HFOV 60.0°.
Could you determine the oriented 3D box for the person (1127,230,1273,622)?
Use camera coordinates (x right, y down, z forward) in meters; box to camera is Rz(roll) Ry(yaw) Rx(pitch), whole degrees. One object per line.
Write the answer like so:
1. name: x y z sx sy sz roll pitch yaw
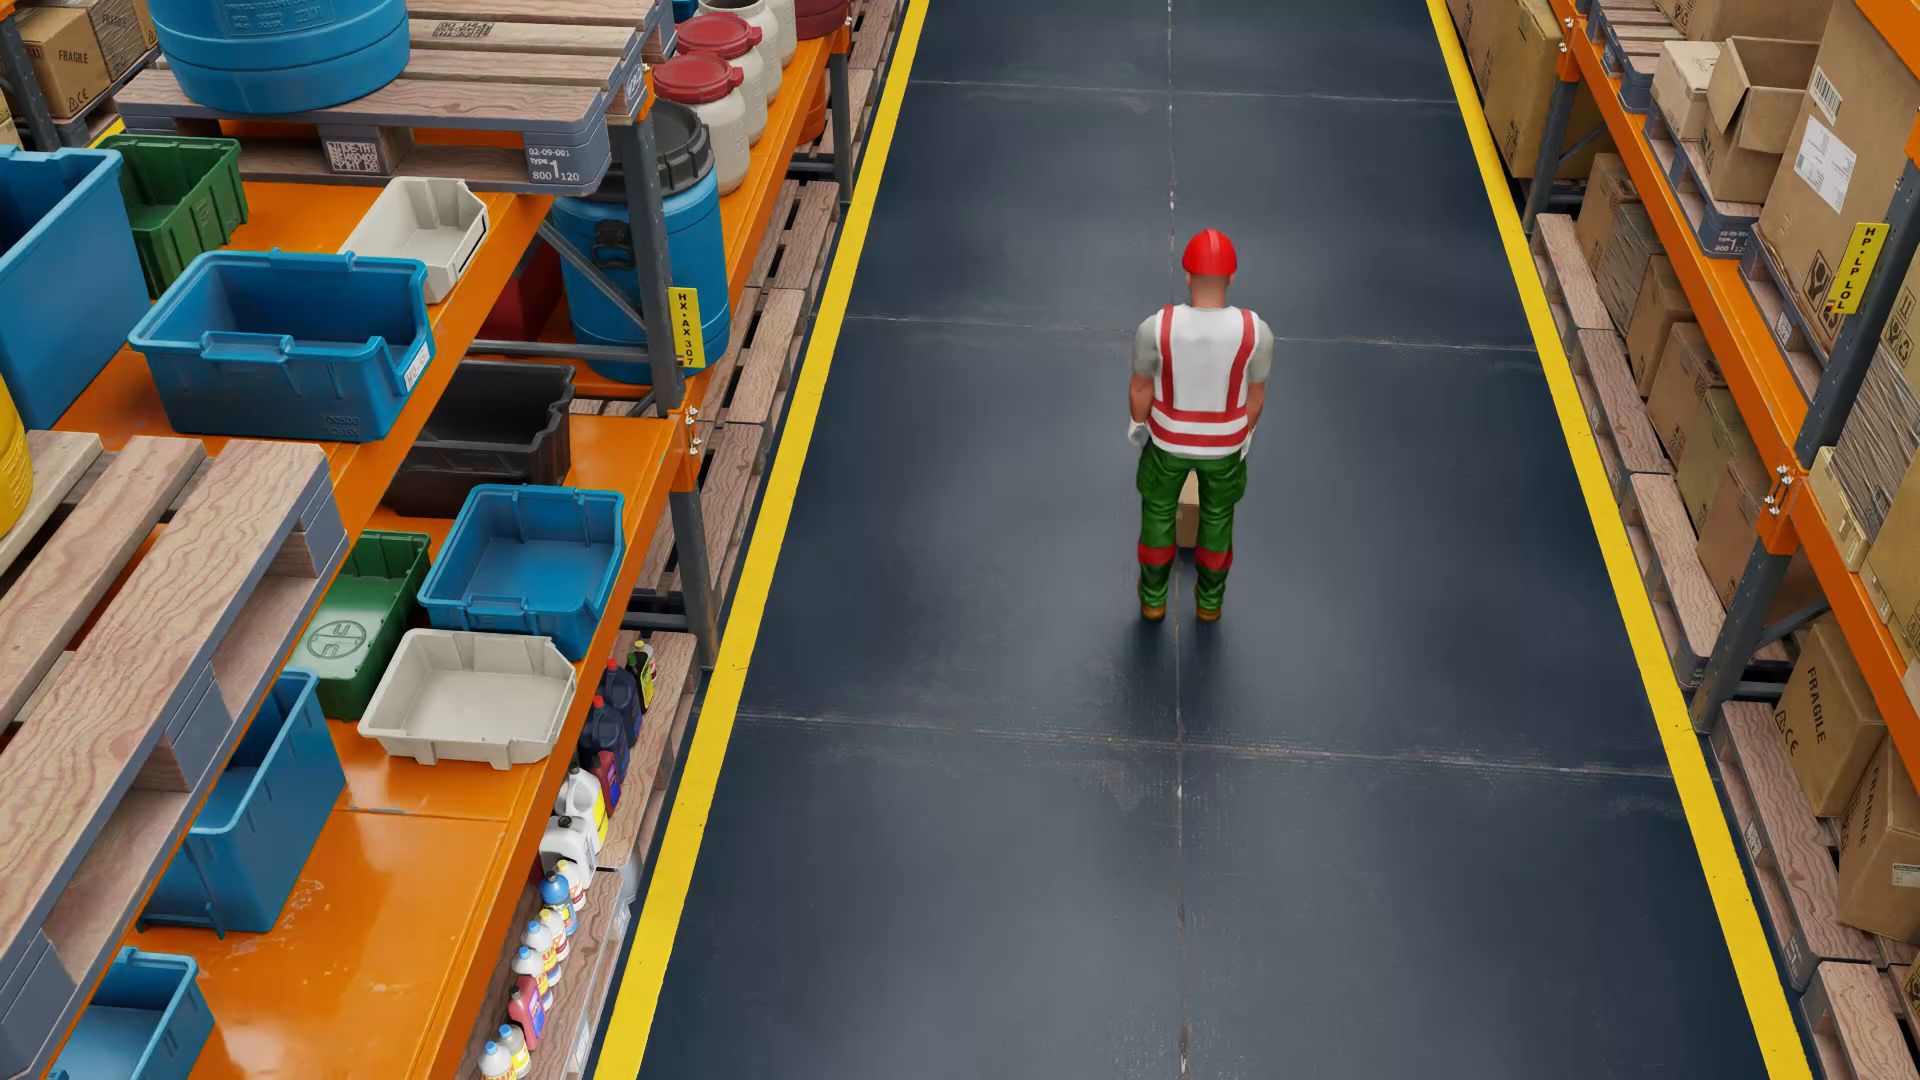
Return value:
1. person: 0.931 -0.424 6.663 0.530 1.777 0.371 4 40 5
